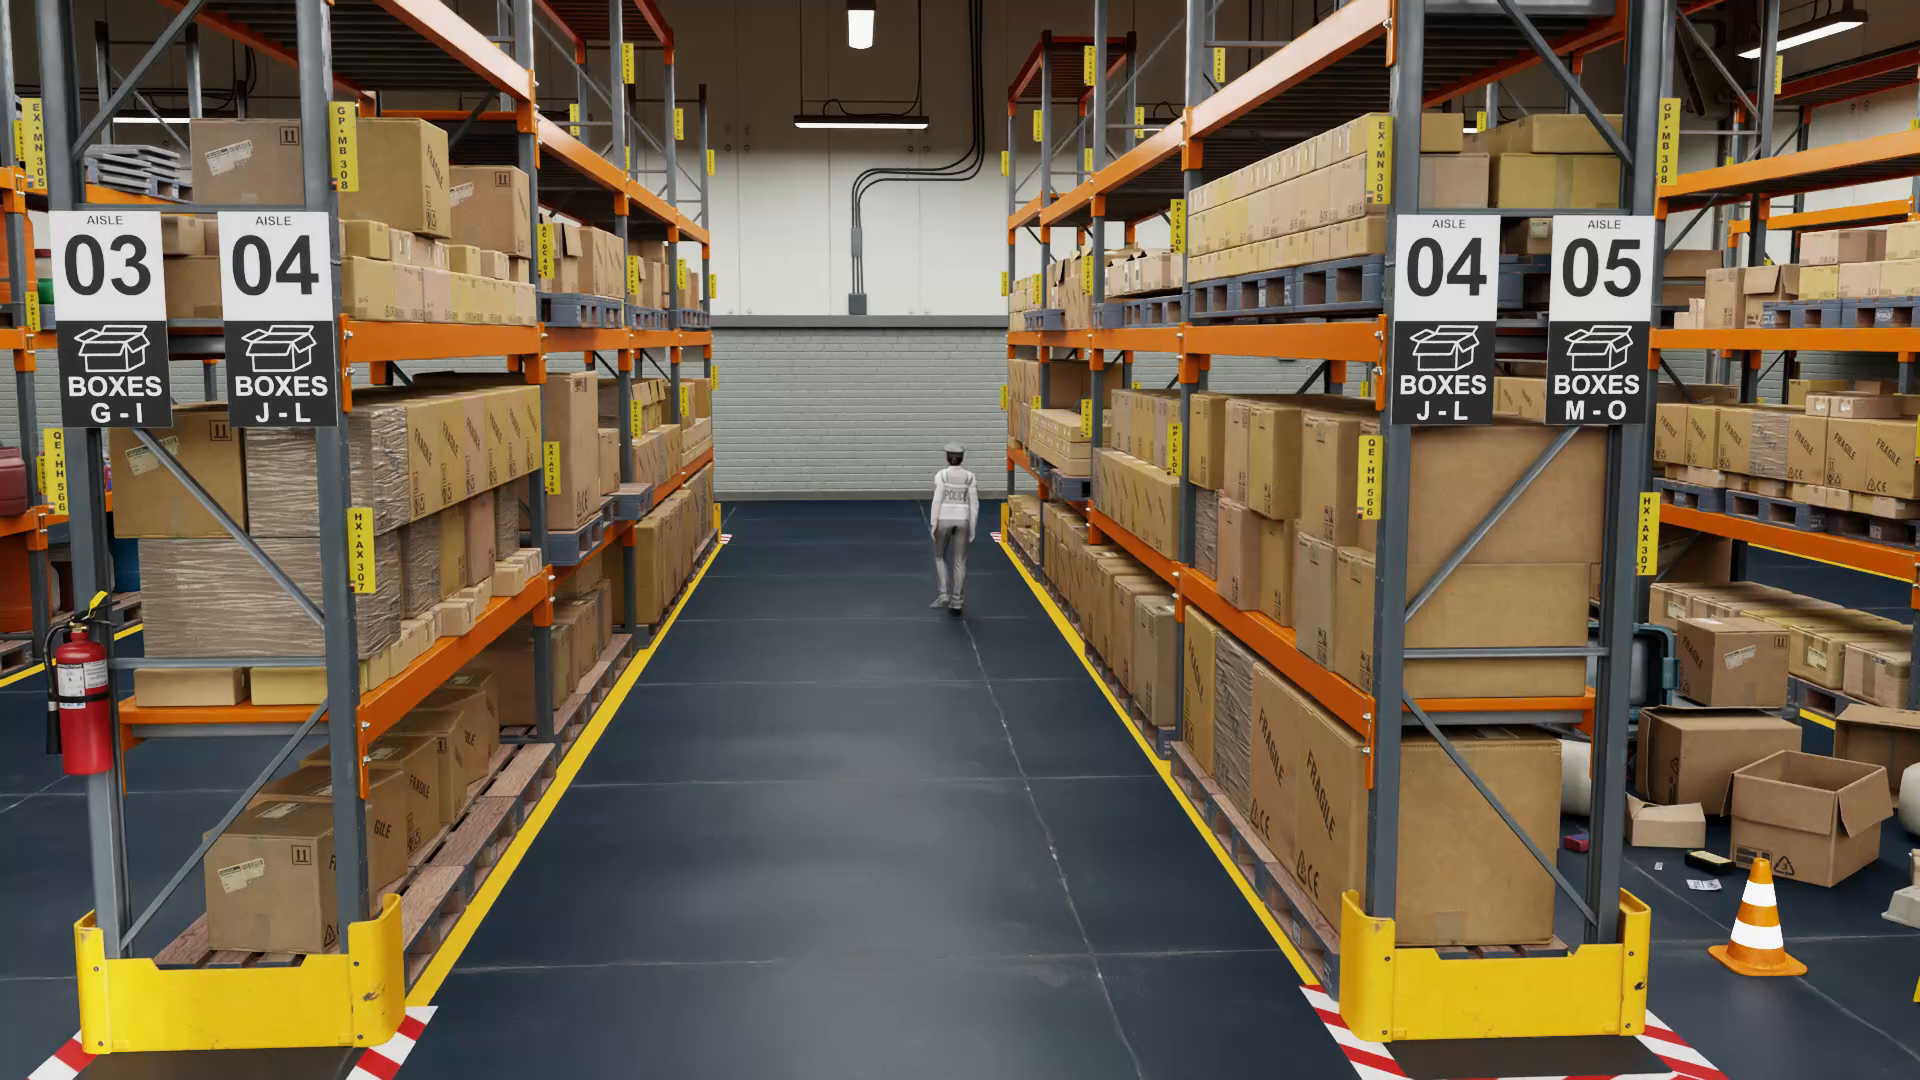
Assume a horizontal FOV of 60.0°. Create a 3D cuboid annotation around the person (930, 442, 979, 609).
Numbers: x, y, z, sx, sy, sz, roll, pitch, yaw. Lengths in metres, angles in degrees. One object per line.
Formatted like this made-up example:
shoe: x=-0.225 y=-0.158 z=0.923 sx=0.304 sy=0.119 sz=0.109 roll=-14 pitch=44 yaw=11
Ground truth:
person: x=-0.055 y=-0.109 z=16.750 sx=0.512 sy=1.729 sz=0.580 roll=-1 pitch=7 yaw=-8
